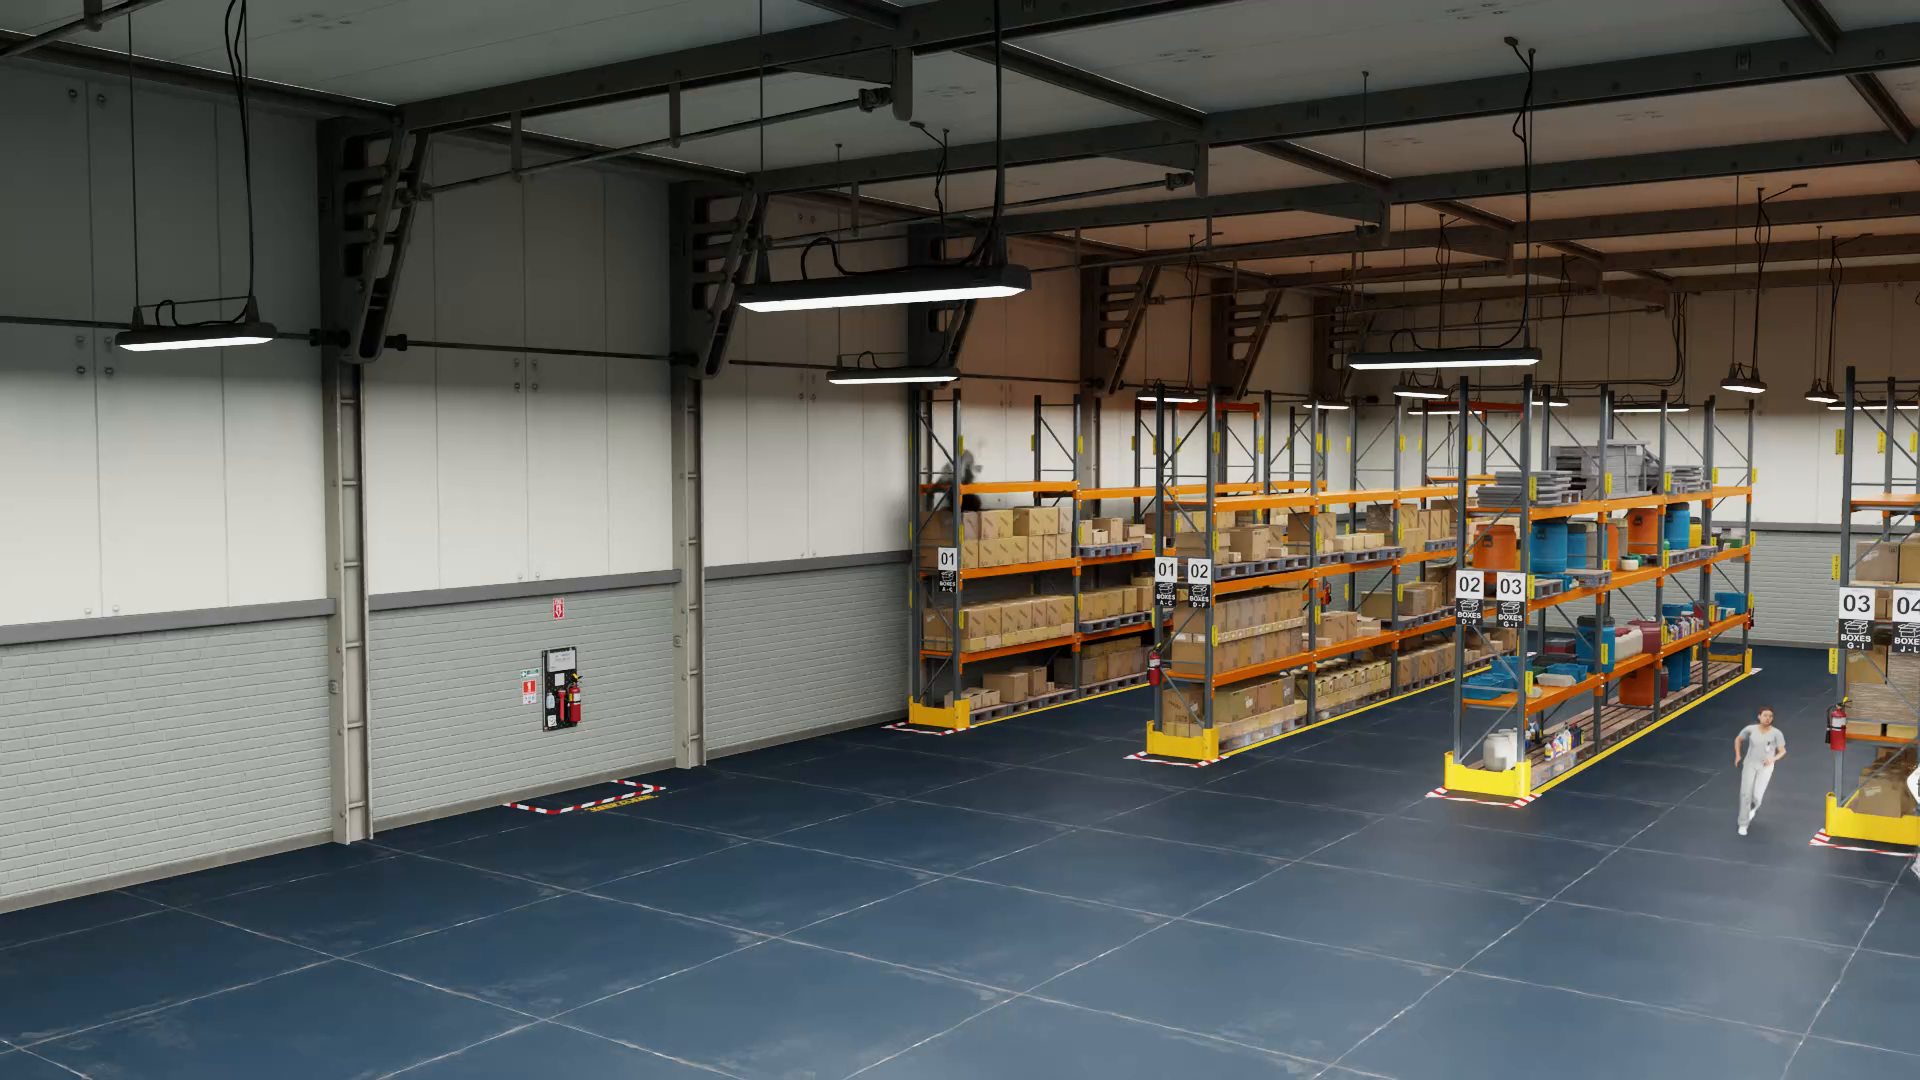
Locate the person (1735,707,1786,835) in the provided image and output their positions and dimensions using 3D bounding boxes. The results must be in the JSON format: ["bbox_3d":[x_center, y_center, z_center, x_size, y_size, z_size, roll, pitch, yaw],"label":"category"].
[{"bbox_3d":[10.382,2.970,21.592,0.601,1.651,0.792,2,4,28],"label":"person"}]

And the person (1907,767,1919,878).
[{"bbox_3d":[11.033,3.091,18.716,0.606,1.750,0.759,-1,3,-14],"label":"person"}]
